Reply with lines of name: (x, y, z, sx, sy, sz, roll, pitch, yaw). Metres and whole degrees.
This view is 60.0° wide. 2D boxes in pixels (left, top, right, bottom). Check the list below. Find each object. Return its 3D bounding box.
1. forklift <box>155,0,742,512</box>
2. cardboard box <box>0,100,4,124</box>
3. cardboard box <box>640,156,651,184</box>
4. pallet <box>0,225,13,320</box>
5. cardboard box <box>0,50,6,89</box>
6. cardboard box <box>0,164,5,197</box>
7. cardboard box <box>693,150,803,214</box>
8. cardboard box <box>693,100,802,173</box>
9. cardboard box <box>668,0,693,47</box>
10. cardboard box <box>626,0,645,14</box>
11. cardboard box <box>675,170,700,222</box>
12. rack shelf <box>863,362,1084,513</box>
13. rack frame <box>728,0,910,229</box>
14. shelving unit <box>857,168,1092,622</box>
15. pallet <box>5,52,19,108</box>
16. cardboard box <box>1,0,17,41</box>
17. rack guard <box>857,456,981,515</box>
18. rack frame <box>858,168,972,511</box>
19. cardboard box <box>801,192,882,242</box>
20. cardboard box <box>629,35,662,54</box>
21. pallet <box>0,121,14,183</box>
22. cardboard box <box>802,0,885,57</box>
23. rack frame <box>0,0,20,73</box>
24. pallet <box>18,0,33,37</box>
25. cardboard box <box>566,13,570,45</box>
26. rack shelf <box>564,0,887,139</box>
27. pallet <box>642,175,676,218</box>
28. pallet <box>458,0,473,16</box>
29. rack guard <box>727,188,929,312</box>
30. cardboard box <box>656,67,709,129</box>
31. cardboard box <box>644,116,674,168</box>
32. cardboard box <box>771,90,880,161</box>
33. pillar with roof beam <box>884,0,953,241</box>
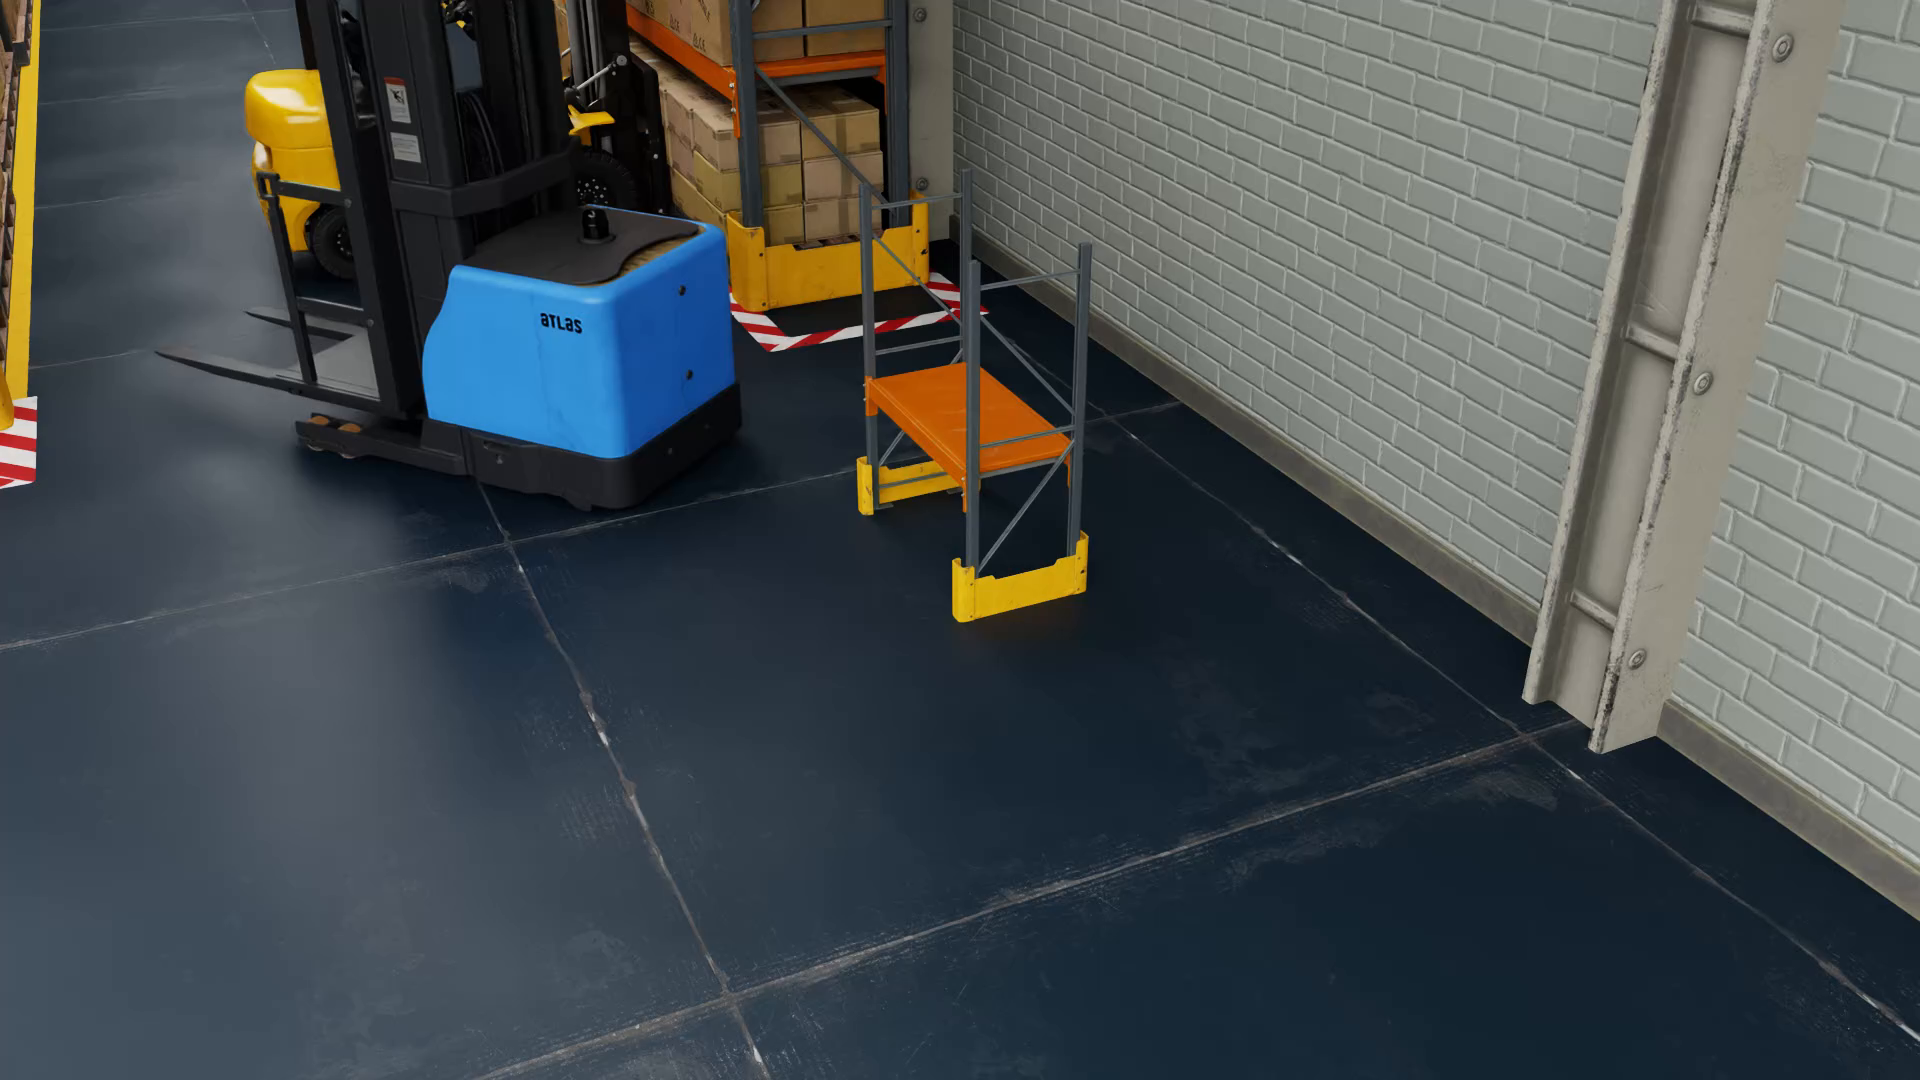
forklift: (-2.620, -1.884, 7.612, 3.031, 2.935, 1.130, 13, 32, 22)
cardboard box: (-7.512, -3.129, 12.021, 0.950, 0.372, 0.625, -11, 31, -19)
cardboard box: (-1.917, -2.616, 11.229, 0.500, 0.250, 0.500, -12, 31, -20)
pallet: (-6.125, -1.499, 9.708, 1.003, 0.211, 1.213, -13, 32, -22)
cardboard box: (-8.133, -3.772, 13.168, 0.950, 0.372, 0.625, -14, 32, -23)
cardboard box: (-6.477, -2.323, 10.708, 0.500, 0.250, 0.500, -12, 31, -20)
cardboard box: (-1.266, -2.172, 9.928, 0.500, 0.250, 0.500, -14, 32, -23)
cardboard box: (-1.254, -2.379, 9.786, 0.500, 0.250, 0.500, -12, 31, -20)
cardboard box: (-1.438, -3.258, 9.891, 0.500, 0.500, 0.500, -12, 31, -20)
cardboard box: (-1.884, -3.704, 10.687, 0.500, 0.500, 0.500, -13, 32, -22)
cardboard box: (-1.467, -2.168, 10.431, 0.500, 0.250, 0.500, -13, 32, -22)
rack shelf: (0.037, -0.460, 6.904, 0.538, 0.185, 1.000, -13, 32, -22)
rack frame: (-0.775, -2.821, 9.214, 1.000, 3.000, 0.127, -13, 32, -22)
shelving unit: (0.033, -0.620, 6.823, 0.587, 1.500, 1.083, -13, 32, -22)
pallet: (-8.356, -3.749, 13.721, 1.003, 0.211, 1.213, -13, 32, -22)
cardboard box: (-8.912, -4.890, 14.647, 0.875, 0.875, 0.875, -13, 32, -22)
rack guard: (-0.181, -0.295, 7.521, 0.587, 0.250, 0.087, -13, 32, -22)
rack frame: (-0.182, -0.841, 7.216, 0.500, 1.500, 0.032, -13, 32, -22)
cardboard box: (-0.809, -2.063, 10.244, 0.500, 0.250, 0.500, -13, 32, -22)
cardboard box: (-2.133, -3.283, 11.398, 0.500, 0.250, 0.500, -12, 31, -20)
pallet: (-7.309, -2.672, 11.799, 1.003, 0.211, 1.213, -13, 32, -22)
cardboard box: (-0.737, -3.142, 9.684, 0.500, 0.500, 0.500, -12, 31, -20)
rack frame: (-8.691, -5.311, 13.655, 1.000, 3.000, 0.127, -13, 32, -22)
pallet: (-9.481, -4.997, 15.946, 1.003, 0.211, 1.213, -13, 32, -22)
cardboard box: (-2.568, -3.729, 12.192, 0.500, 0.250, 0.500, -14, 32, -23)
rack shelf: (-1.633, -3.391, 10.966, 1.077, 0.370, 4.000, -13, 32, -22)
pallet: (-1.661, -2.472, 11.443, 1.003, 0.211, 1.213, -13, 32, -22)
pallet: (-4.496, -5.477, 16.801, 1.003, 0.211, 1.213, -13, 32, -22)
rack guard: (-0.764, -1.720, 9.807, 1.175, 0.500, 0.348, -13, 32, -22)
cardboard box: (-1.704, -2.824, 10.579, 0.500, 0.250, 0.500, -13, 32, -21)
cardboard box: (-1.712, -2.620, 10.726, 0.500, 0.250, 0.500, -14, 32, -23)
cardboard box: (-0.810, -2.493, 9.989, 0.500, 0.250, 0.500, -14, 32, -23)
pillar with roof beam: (-4.148, -5.031, 7.021, 9.100, 9.000, 0.400, -13, 32, -22)
